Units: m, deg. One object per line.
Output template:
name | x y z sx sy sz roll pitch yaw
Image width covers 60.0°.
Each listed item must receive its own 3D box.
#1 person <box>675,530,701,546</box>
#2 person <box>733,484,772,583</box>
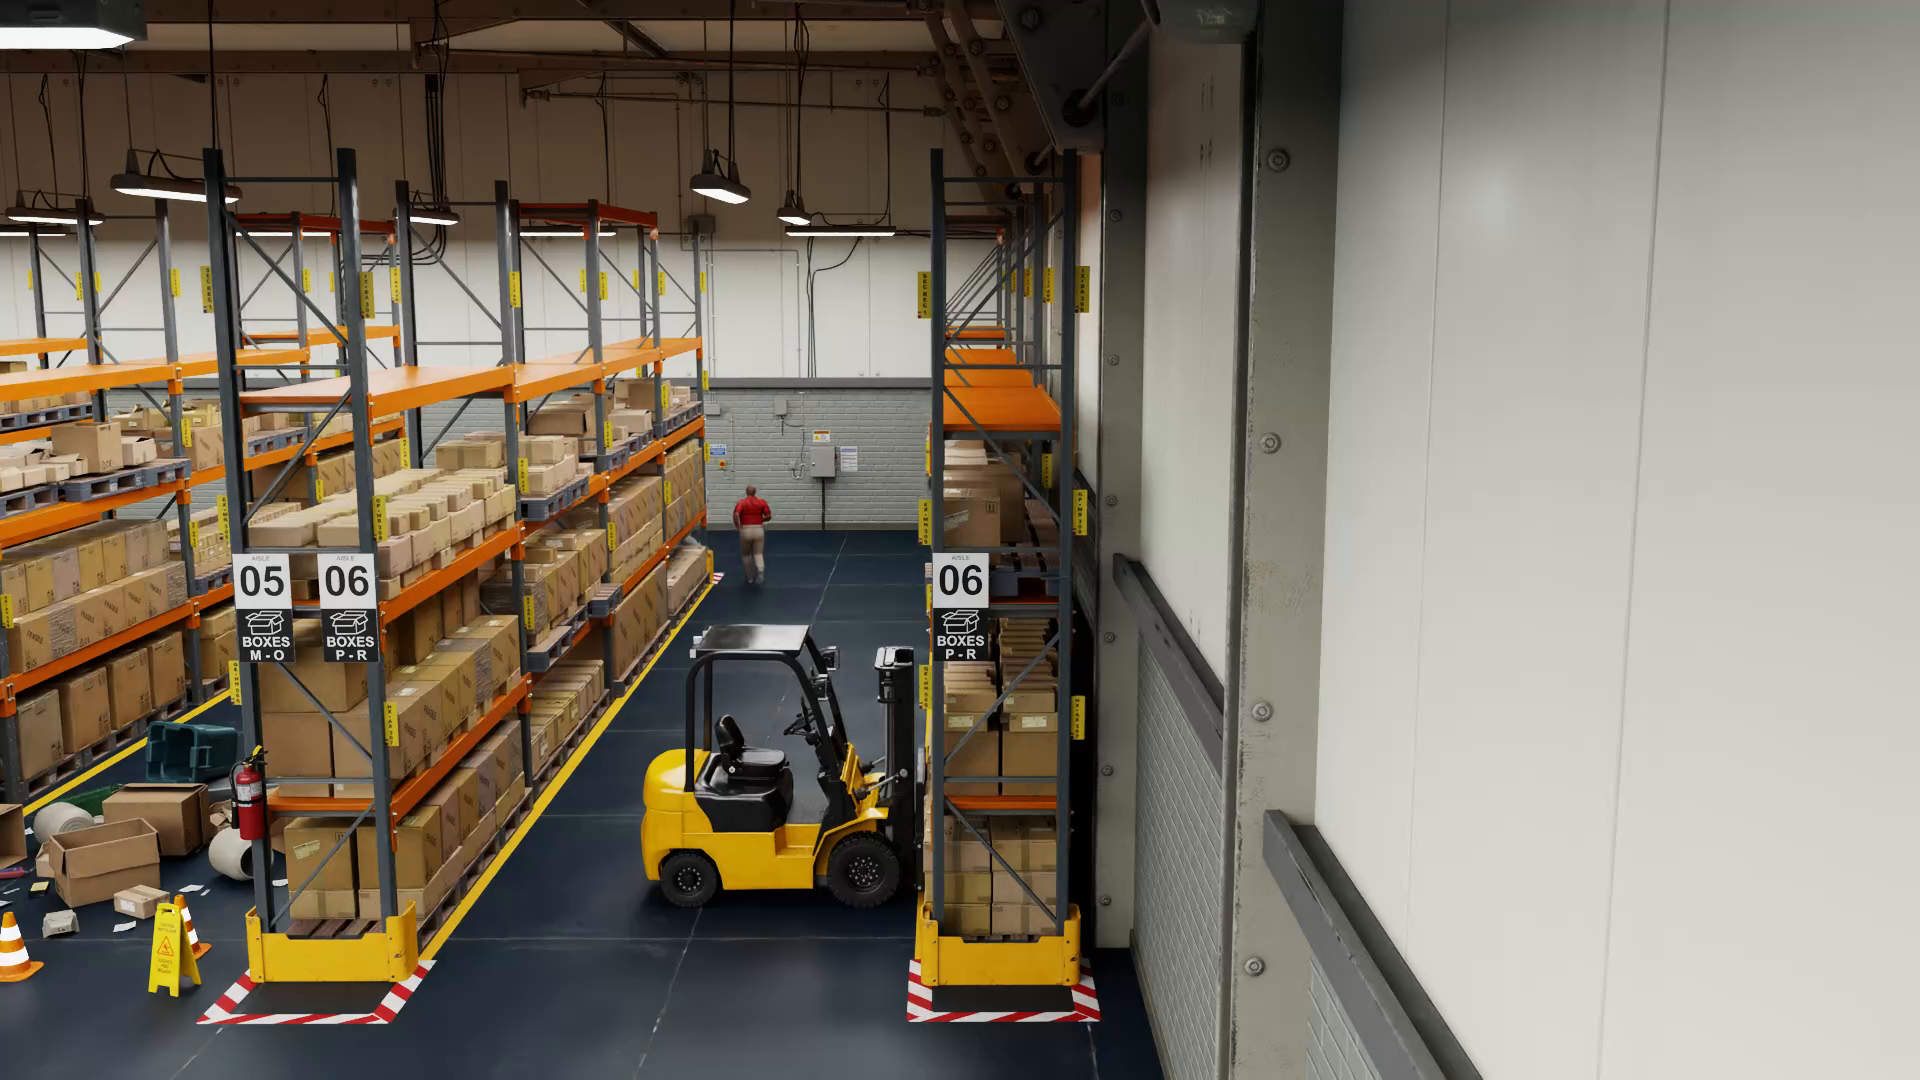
person | -4.986 -0.375 29.292 0.928 1.721 0.714 5 10 28
person | -3.440 -0.077 27.573 0.640 1.712 0.938 -2 9 -13
